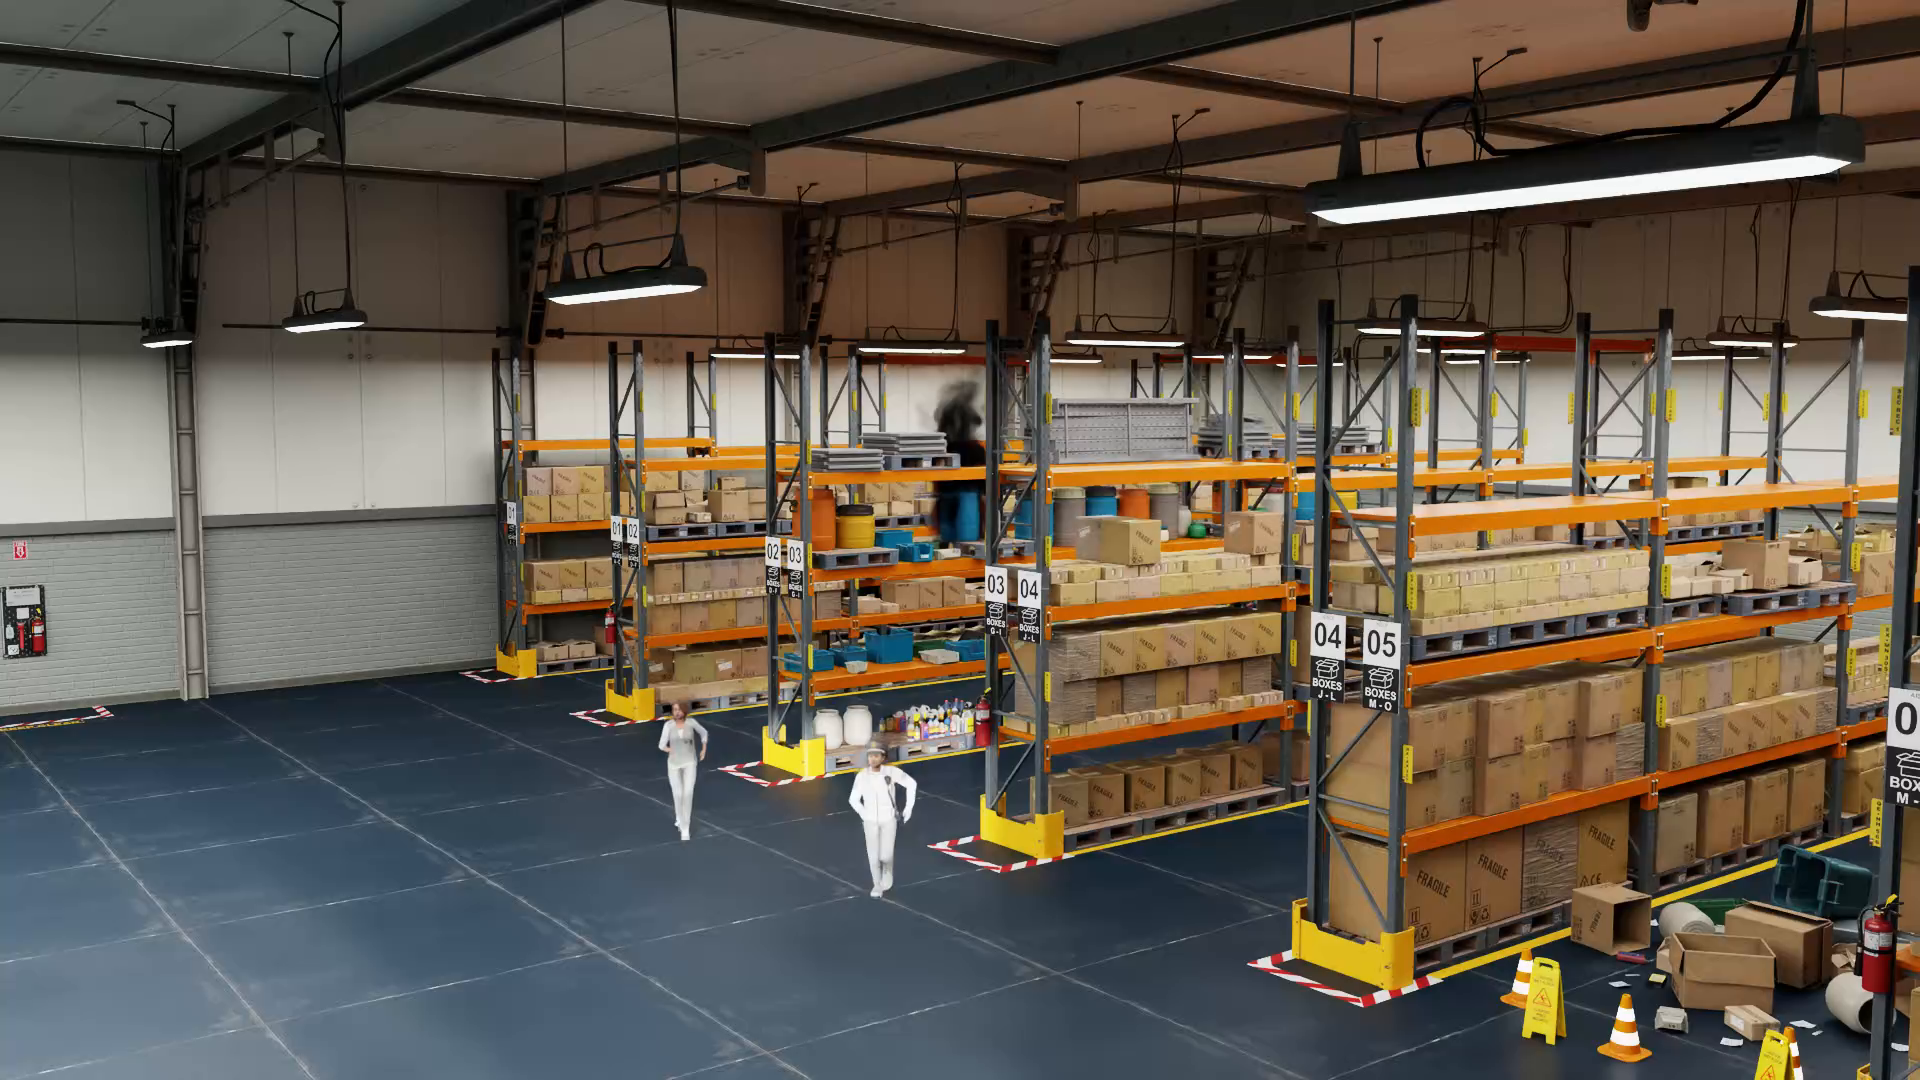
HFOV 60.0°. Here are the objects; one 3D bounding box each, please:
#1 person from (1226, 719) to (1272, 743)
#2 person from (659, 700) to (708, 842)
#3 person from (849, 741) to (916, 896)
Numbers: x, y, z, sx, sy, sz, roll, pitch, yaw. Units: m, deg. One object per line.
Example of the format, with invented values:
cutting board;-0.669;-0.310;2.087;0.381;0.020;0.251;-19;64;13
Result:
person;4.162;2.126;24.109;0.679;1.777;0.986;5;7;42
person;-3.246;2.672;19.493;0.541;1.620;0.733;0;5;-2
person;-0.799;2.851;16.886;0.646;1.650;0.702;1;5;9
